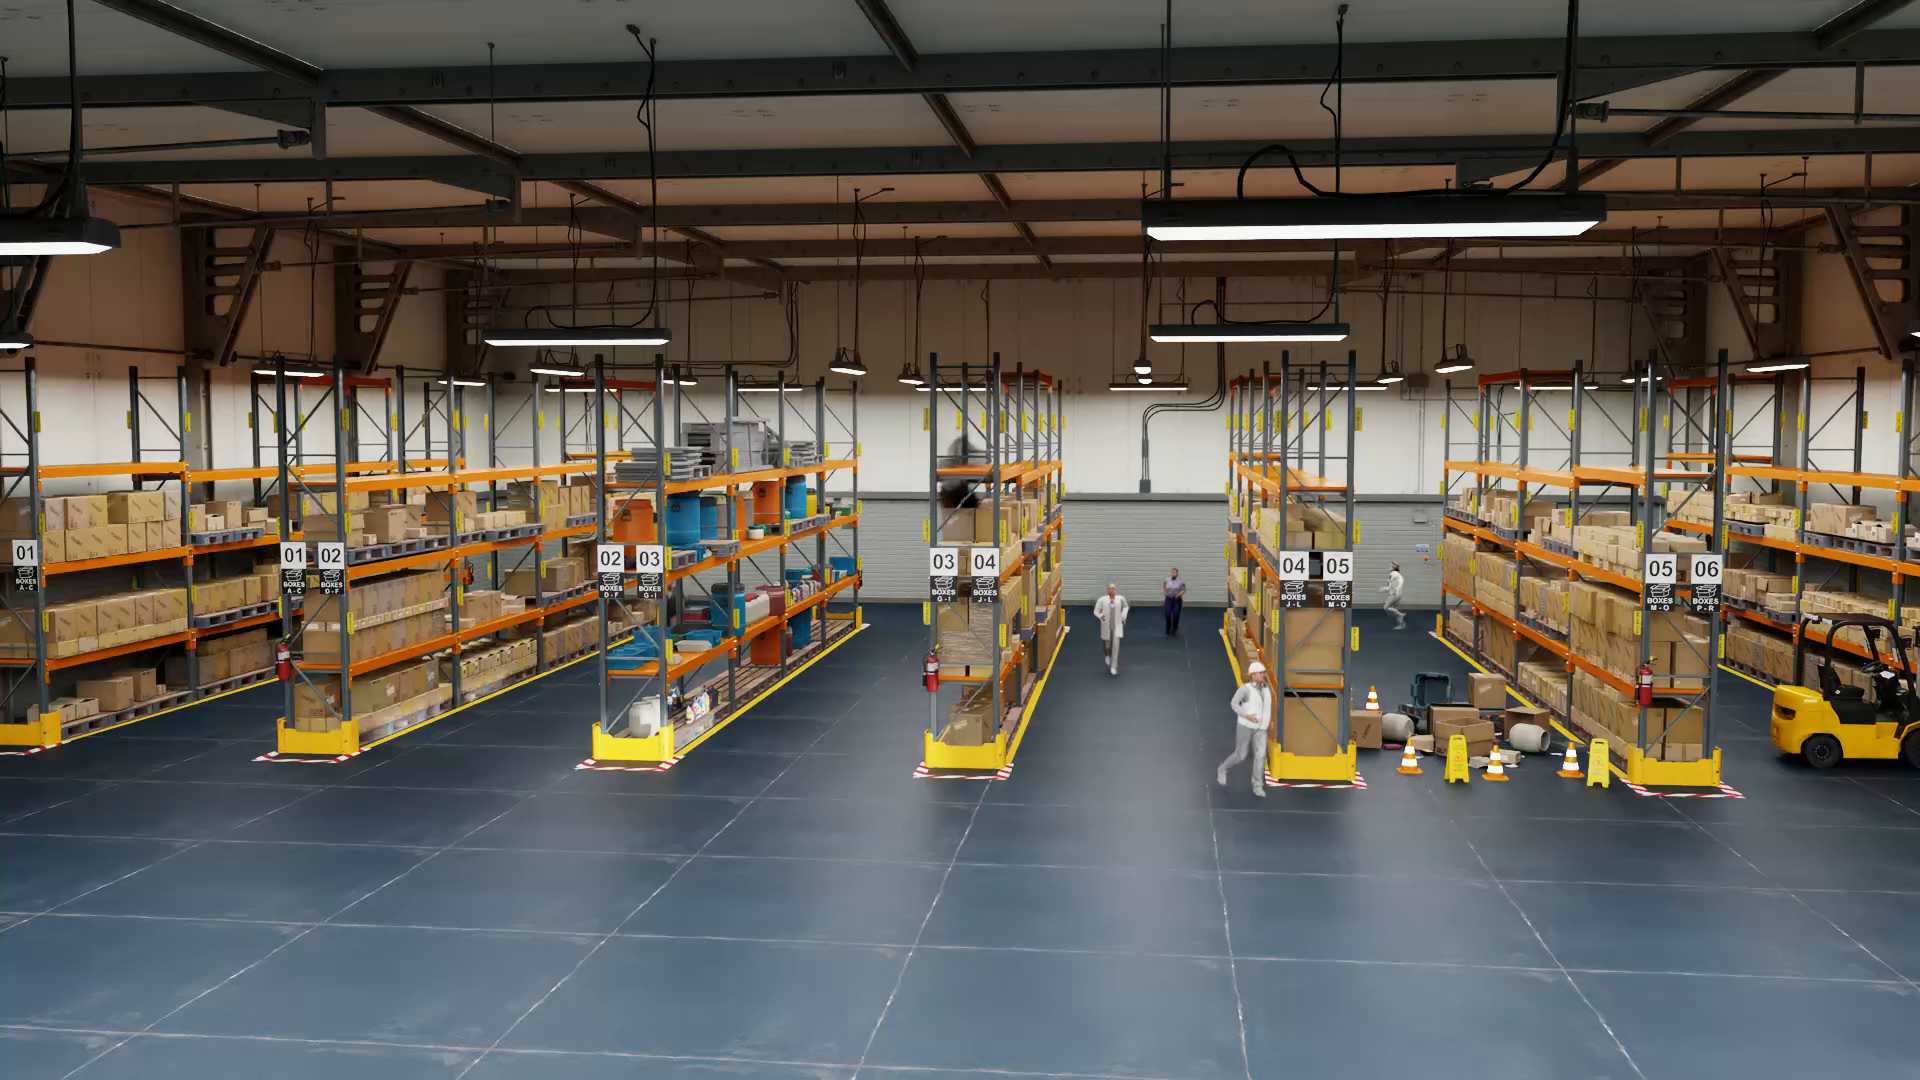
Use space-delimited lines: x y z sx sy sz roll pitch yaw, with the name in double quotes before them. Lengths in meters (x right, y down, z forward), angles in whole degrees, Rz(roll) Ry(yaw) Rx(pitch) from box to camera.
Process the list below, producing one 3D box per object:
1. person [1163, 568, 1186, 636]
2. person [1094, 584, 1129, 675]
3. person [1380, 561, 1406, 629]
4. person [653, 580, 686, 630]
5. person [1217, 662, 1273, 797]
"person" 5.010 1.460 38.919 0.541 1.586 0.699 1 4 12
"person" 3.043 1.763 33.382 0.710 1.784 1.005 0 4 2
"person" 10.489 1.335 40.248 0.645 1.657 0.648 1 4 14
"person" -6.159 1.631 35.212 0.657 1.707 0.971 0 4 -3
"person" 3.991 2.531 22.501 0.722 1.736 0.956 -2 4 -24
